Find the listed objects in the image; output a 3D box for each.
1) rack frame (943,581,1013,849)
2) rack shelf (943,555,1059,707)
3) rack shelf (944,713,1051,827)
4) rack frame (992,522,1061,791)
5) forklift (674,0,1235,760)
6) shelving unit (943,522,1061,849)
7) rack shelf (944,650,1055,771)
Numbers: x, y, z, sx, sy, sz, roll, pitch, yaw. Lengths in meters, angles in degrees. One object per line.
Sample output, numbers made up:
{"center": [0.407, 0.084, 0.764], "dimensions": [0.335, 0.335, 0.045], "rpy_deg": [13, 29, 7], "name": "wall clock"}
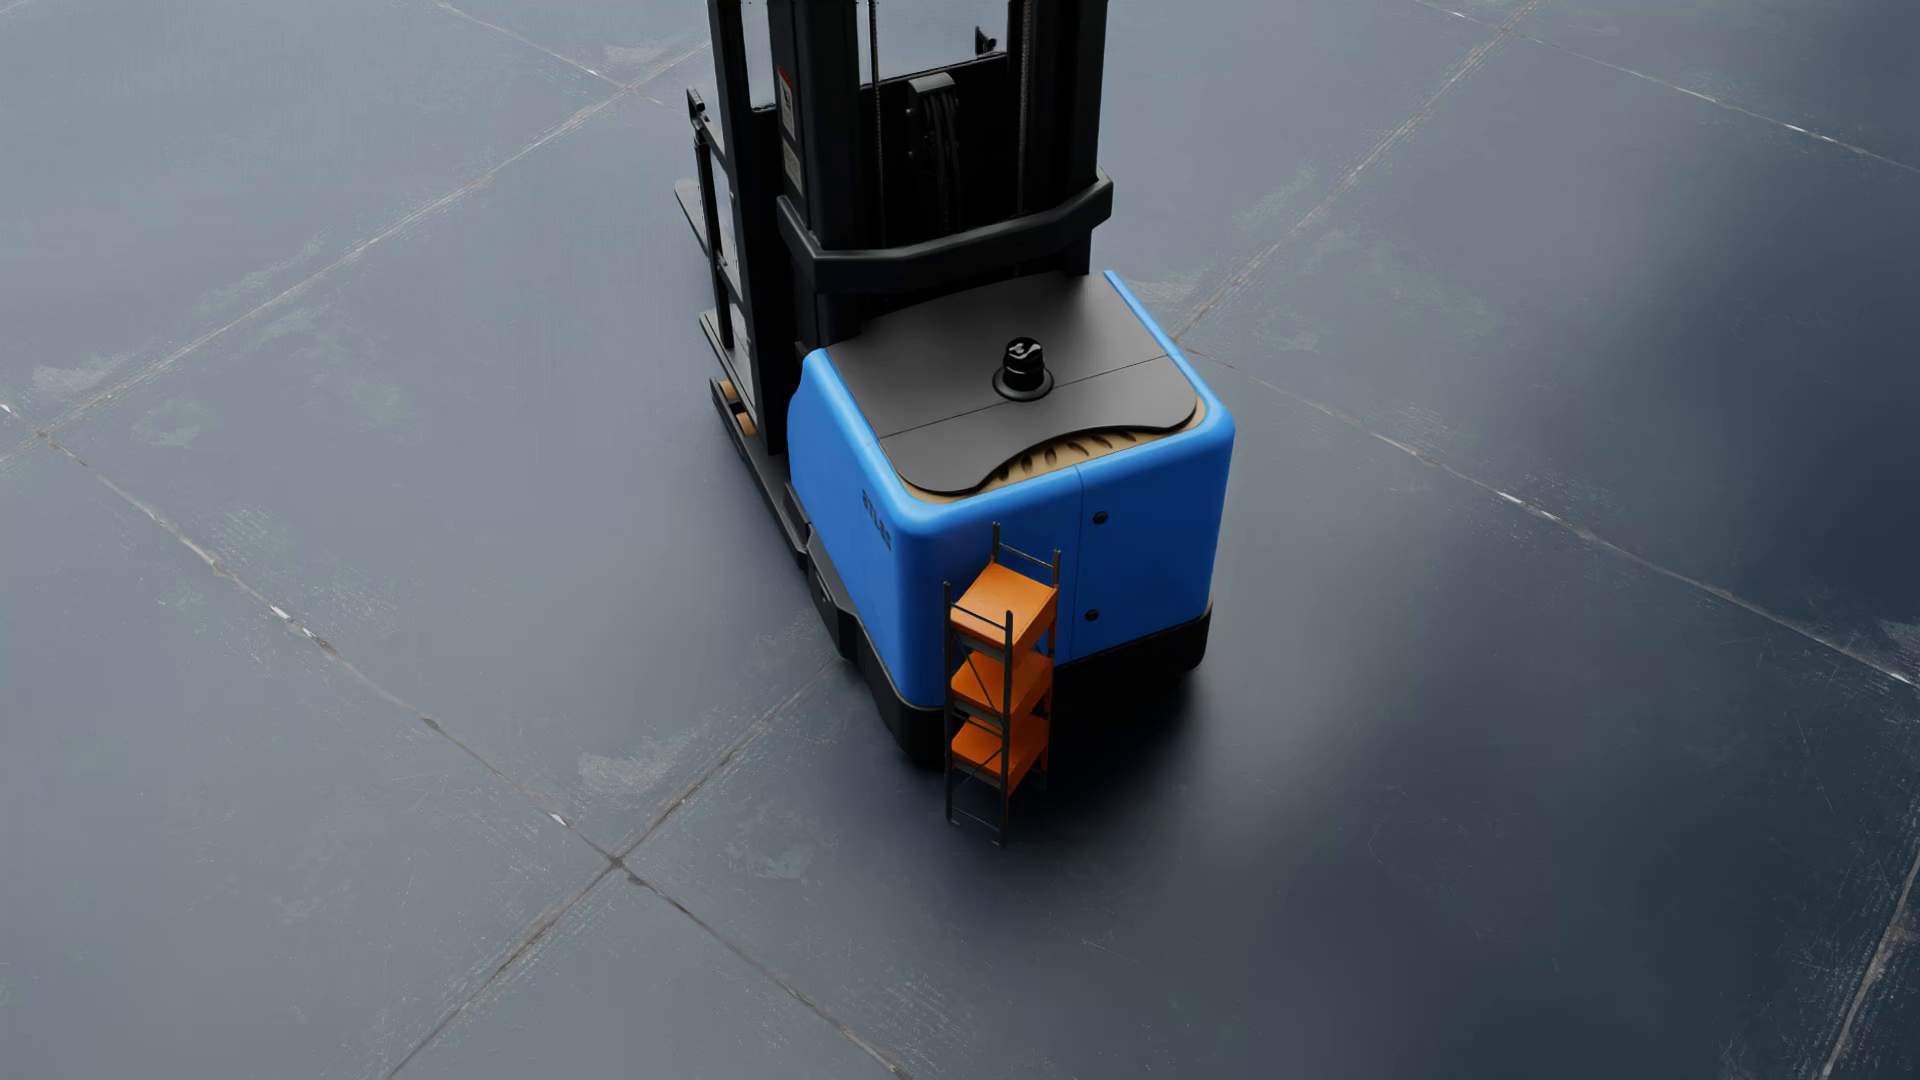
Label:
{"center": [0.045, 0.506, 4.541], "dimensions": [0.200, 1.050, 0.008], "rpy_deg": [24, 51, 21], "name": "rack frame"}
{"center": [0.109, 0.242, 4.415], "dimensions": [0.215, 0.259, 0.240], "rpy_deg": [24, 51, 21], "name": "rack shelf"}
{"center": [0.109, 0.630, 4.821], "dimensions": [0.215, 0.259, 0.240], "rpy_deg": [24, 51, 21], "name": "rack shelf"}
{"center": [0.172, 0.355, 4.685], "dimensions": [0.200, 1.050, 0.008], "rpy_deg": [24, 51, 21], "name": "rack frame"}
{"center": [-0.268, -1.431, 5.090], "dimensions": [1.130, 2.935, 3.031], "rpy_deg": [-17, 49, -16], "name": "forklift"}
{"center": [0.109, 0.430, 4.613], "dimensions": [0.215, 1.050, 0.252], "rpy_deg": [24, 51, 21], "name": "shelving unit"}
{"center": [0.109, 0.438, 4.620], "dimensions": [0.215, 0.259, 0.240], "rpy_deg": [24, 51, 21], "name": "rack shelf"}
